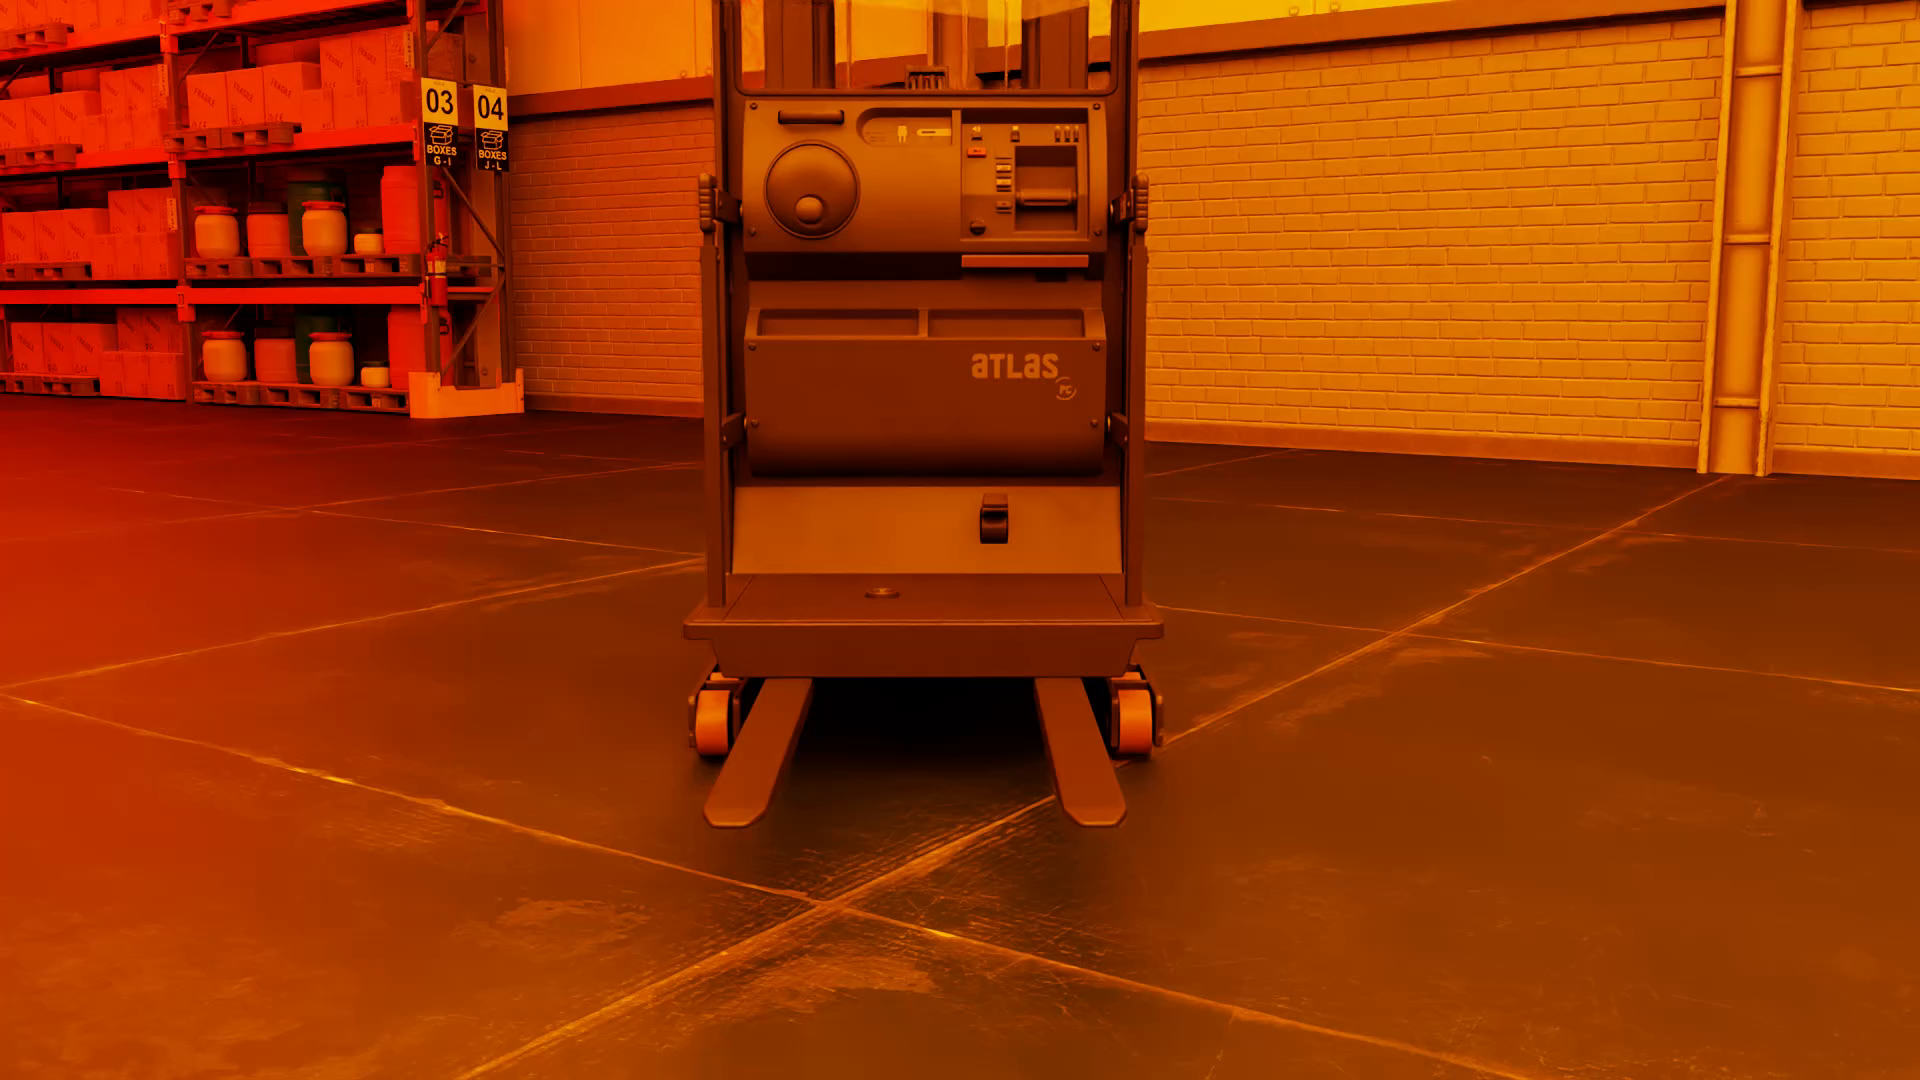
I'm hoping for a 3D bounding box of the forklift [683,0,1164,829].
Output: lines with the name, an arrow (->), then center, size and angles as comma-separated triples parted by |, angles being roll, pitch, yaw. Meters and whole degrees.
forklift -> -0.085, -0.976, 4.055 | 1.130, 2.935, 3.031 | 0, 8, 0
